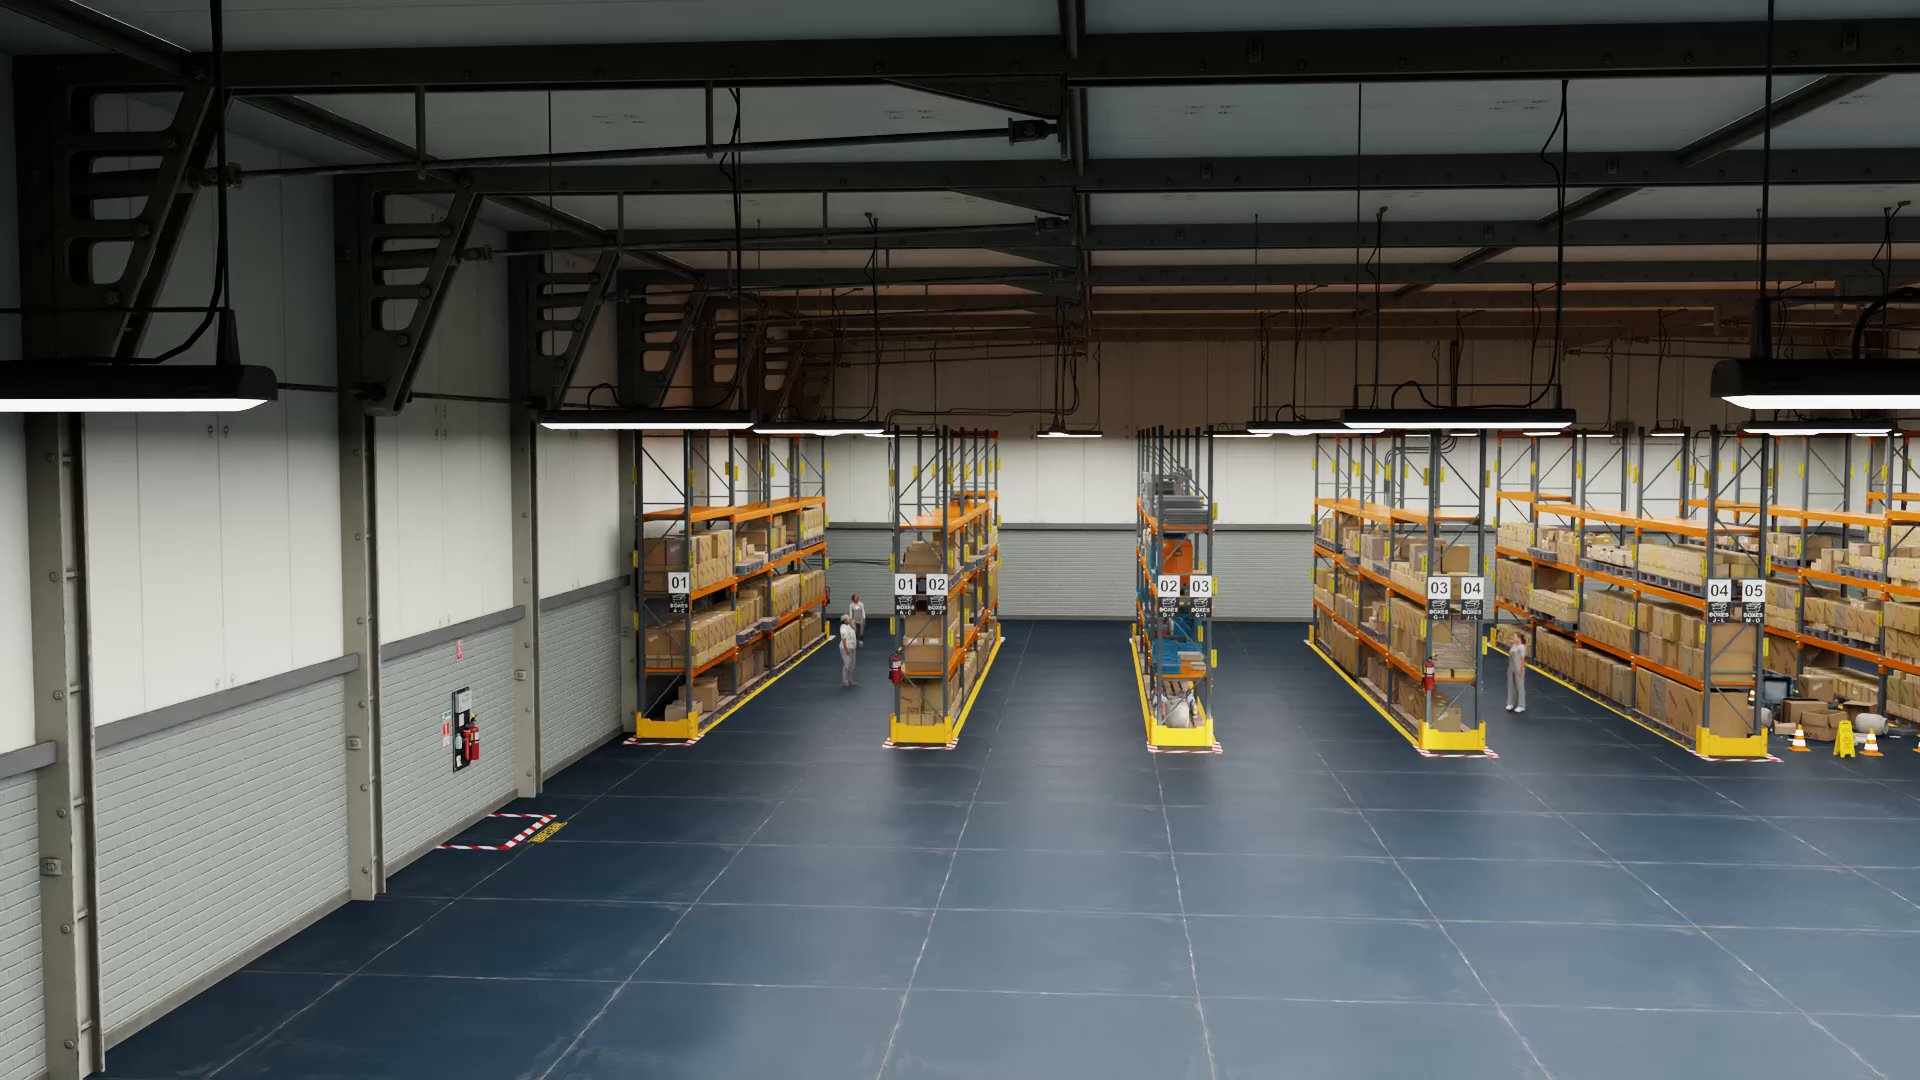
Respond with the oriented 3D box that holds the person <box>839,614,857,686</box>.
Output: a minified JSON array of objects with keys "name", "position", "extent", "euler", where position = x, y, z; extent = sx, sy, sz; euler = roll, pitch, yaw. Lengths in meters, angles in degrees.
[{"name":"person","position":[-2.611,2.601,38.933],"extent":[0.403,1.731,0.580],"euler":[1,4,21]}]

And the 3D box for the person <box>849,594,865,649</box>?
[{"name":"person","position":[-2.801,2.227,45.049],"extent":[0.458,1.560,0.637],"euler":[0,3,-3]}]

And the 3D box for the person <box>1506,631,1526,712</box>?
[{"name":"person","position":[11.763,2.767,35.148],"extent":[0.372,1.676,0.479],"euler":[-2,4,-26]}]
